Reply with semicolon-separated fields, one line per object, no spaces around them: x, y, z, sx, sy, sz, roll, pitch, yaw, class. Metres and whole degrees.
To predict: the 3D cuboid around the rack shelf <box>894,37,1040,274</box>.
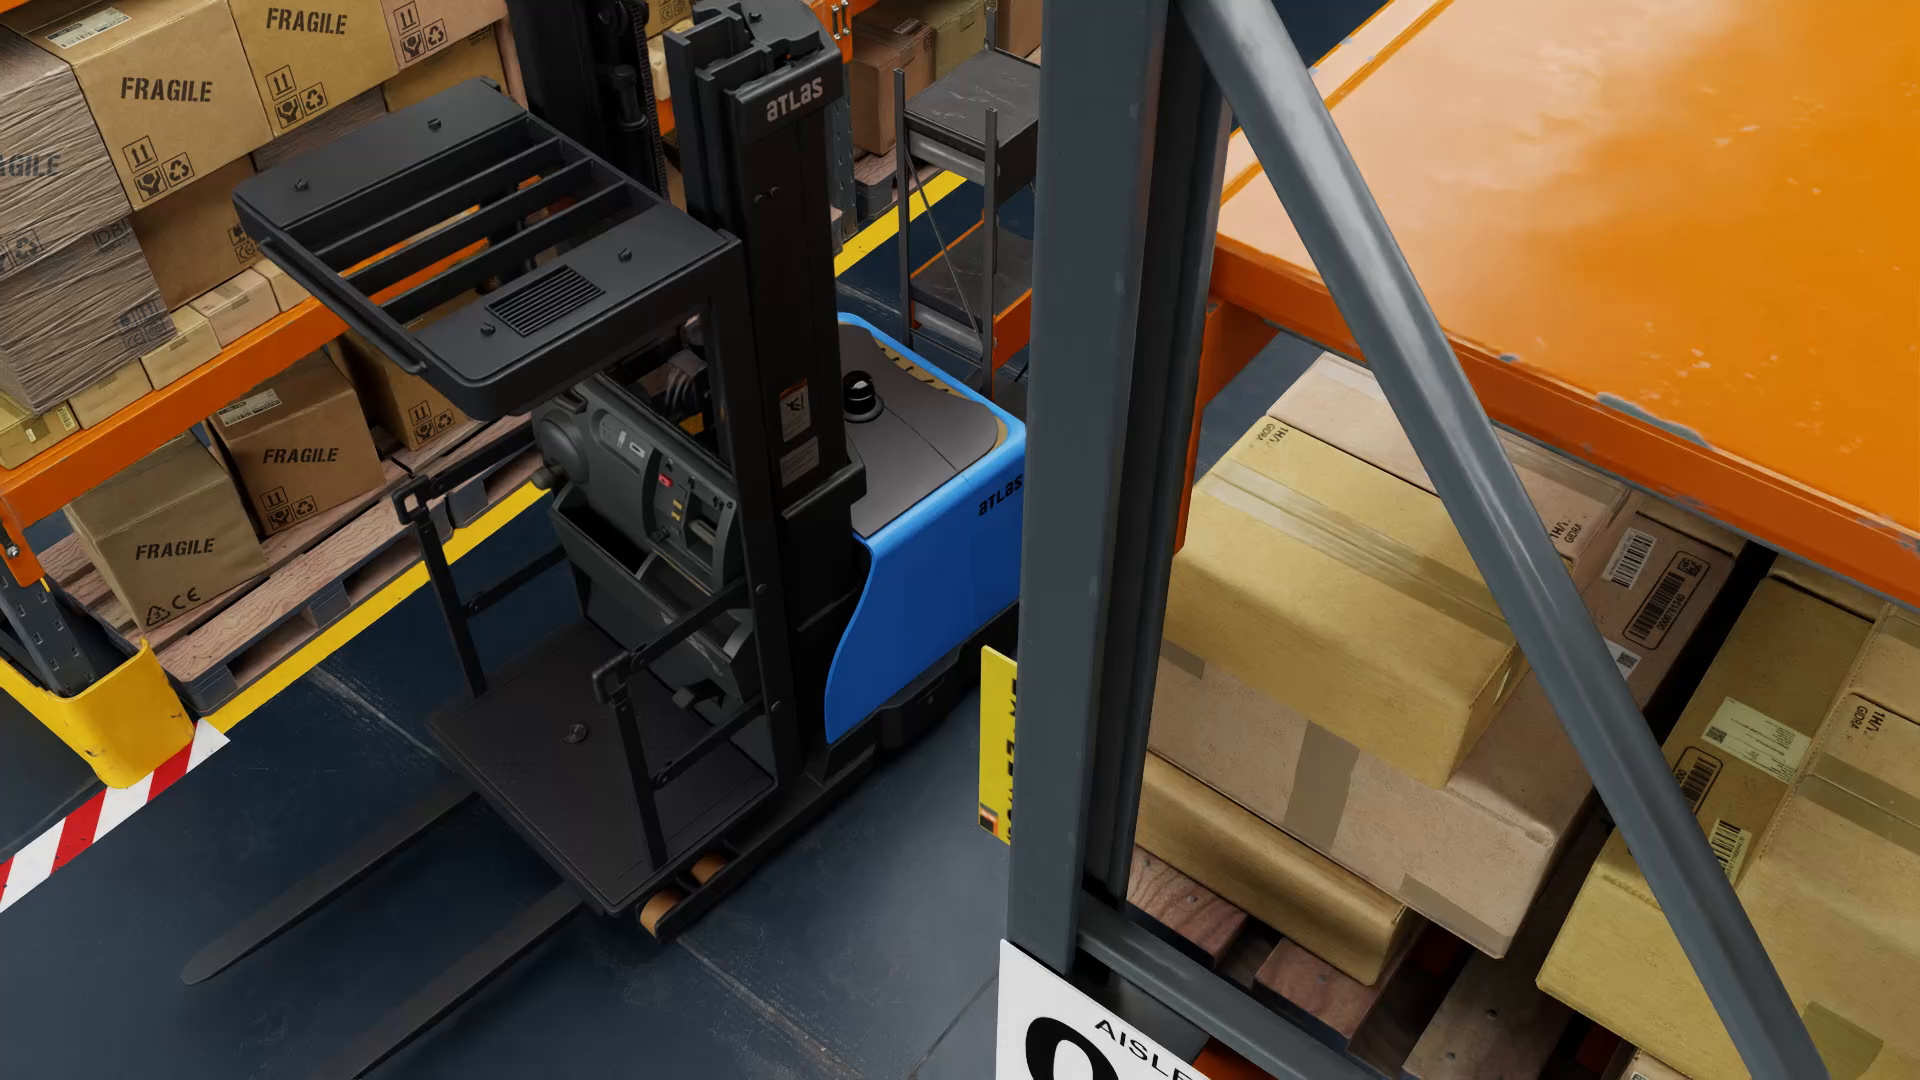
0.101;-1.294;5.585;0.431;0.518;0.480;29;53;25;rack shelf

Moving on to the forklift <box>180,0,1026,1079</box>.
-1.125;-0.126;4.843;1.130;2.935;3.031;35;56;29;forklift

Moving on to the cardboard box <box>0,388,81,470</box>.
-3.016;-0.416;5.247;0.380;0.149;0.250;29;53;25;cardboard box

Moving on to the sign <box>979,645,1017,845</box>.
0.063;0.243;1.812;0.100;0.325;0.005;29;53;25;sign

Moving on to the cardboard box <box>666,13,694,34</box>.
-1.193;-2.139;6.893;0.380;0.149;0.250;29;53;25;cardboard box

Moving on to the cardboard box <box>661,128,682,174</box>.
-1.210;-1.805;7.838;0.500;0.500;0.500;28;52;24;cardboard box

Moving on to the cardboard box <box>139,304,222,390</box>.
-2.684;-0.687;5.506;0.380;0.149;0.250;29;53;25;cardboard box

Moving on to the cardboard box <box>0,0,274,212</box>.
-2.516;-1.405;5.052;0.500;0.500;0.500;29;53;25;cardboard box

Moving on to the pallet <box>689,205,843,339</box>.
-1.316;-1.371;7.914;1.003;0.211;1.213;29;53;25;pallet

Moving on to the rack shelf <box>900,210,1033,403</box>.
0.101;-0.811;6.091;0.431;0.518;0.480;29;53;25;rack shelf

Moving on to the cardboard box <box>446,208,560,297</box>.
-1.872;-1.084;7.149;0.500;0.500;0.500;25;51;22;cardboard box

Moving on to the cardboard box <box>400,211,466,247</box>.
-2.023;-1.232;6.026;0.380;0.149;0.250;29;53;25;cardboard box

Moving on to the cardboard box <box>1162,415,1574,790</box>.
0.421;0.058;1.808;0.380;0.149;0.250;30;53;25;cardboard box

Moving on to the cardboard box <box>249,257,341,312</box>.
-2.389;-0.979;5.785;0.380;0.149;0.250;29;53;25;cardboard box

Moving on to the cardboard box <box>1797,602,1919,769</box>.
1.094;0.208;1.666;0.380;0.149;0.250;29;53;25;cardboard box

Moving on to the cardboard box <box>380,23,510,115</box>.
-2.156;-1.772;6.094;0.875;0.500;0.500;29;53;25;cardboard box

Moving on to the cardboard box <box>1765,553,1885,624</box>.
1.291;0.085;2.059;0.500;0.250;0.500;29;53;25;cardboard box

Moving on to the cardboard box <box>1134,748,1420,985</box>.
0.419;0.336;2.094;0.380;0.149;0.250;29;53;25;cardboard box

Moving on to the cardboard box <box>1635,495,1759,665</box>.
0.869;-0.151;2.284;0.500;0.250;0.500;29;53;25;cardboard box

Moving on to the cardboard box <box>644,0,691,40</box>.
-1.591;-2.371;6.665;0.875;0.500;0.500;29;53;25;cardboard box

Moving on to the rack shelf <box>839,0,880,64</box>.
0.289;-3.630;8.641;1.077;0.370;4.000;29;53;25;rack shelf

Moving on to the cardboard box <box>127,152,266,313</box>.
-2.811;-1.224;5.570;0.875;0.500;0.500;29;53;25;cardboard box

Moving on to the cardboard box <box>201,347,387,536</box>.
-2.646;-0.434;6.529;0.500;0.500;0.500;-29;53;-25;cardboard box

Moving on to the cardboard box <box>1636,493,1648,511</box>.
0.732;-0.231;2.084;0.380;0.149;0.250;30;53;26;cardboard box

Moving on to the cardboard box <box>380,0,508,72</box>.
-1.911;-1.981;5.601;0.500;0.500;0.500;29;53;25;cardboard box

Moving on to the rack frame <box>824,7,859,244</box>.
-0.934;-2.734;7.287;1.000;3.000;0.127;29;53;25;rack frame

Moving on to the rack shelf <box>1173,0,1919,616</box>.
1.707;-1.025;2.280;1.077;0.370;4.000;29;53;25;rack shelf

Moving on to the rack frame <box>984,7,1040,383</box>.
0.250;-0.960;6.215;0.400;2.100;0.015;29;53;25;rack frame

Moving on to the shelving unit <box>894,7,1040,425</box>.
0.101;-0.820;6.081;0.431;2.100;0.503;29;53;25;shelving unit

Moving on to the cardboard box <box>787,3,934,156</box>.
-0.541;-2.365;8.359;0.700;0.500;0.500;25;51;22;cardboard box

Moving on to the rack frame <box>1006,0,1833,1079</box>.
0.484;-0.267;0.782;1.000;3.000;0.127;29;53;25;rack frame

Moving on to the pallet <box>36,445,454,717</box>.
-2.808;0.025;6.580;1.003;0.211;1.213;29;53;25;pallet

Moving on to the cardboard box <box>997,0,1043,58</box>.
0.107;-2.949;8.918;0.700;0.500;0.500;25;51;22;cardboard box

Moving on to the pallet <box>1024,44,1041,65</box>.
0.287;-2.918;9.392;1.003;0.211;1.213;29;53;25;pallet
